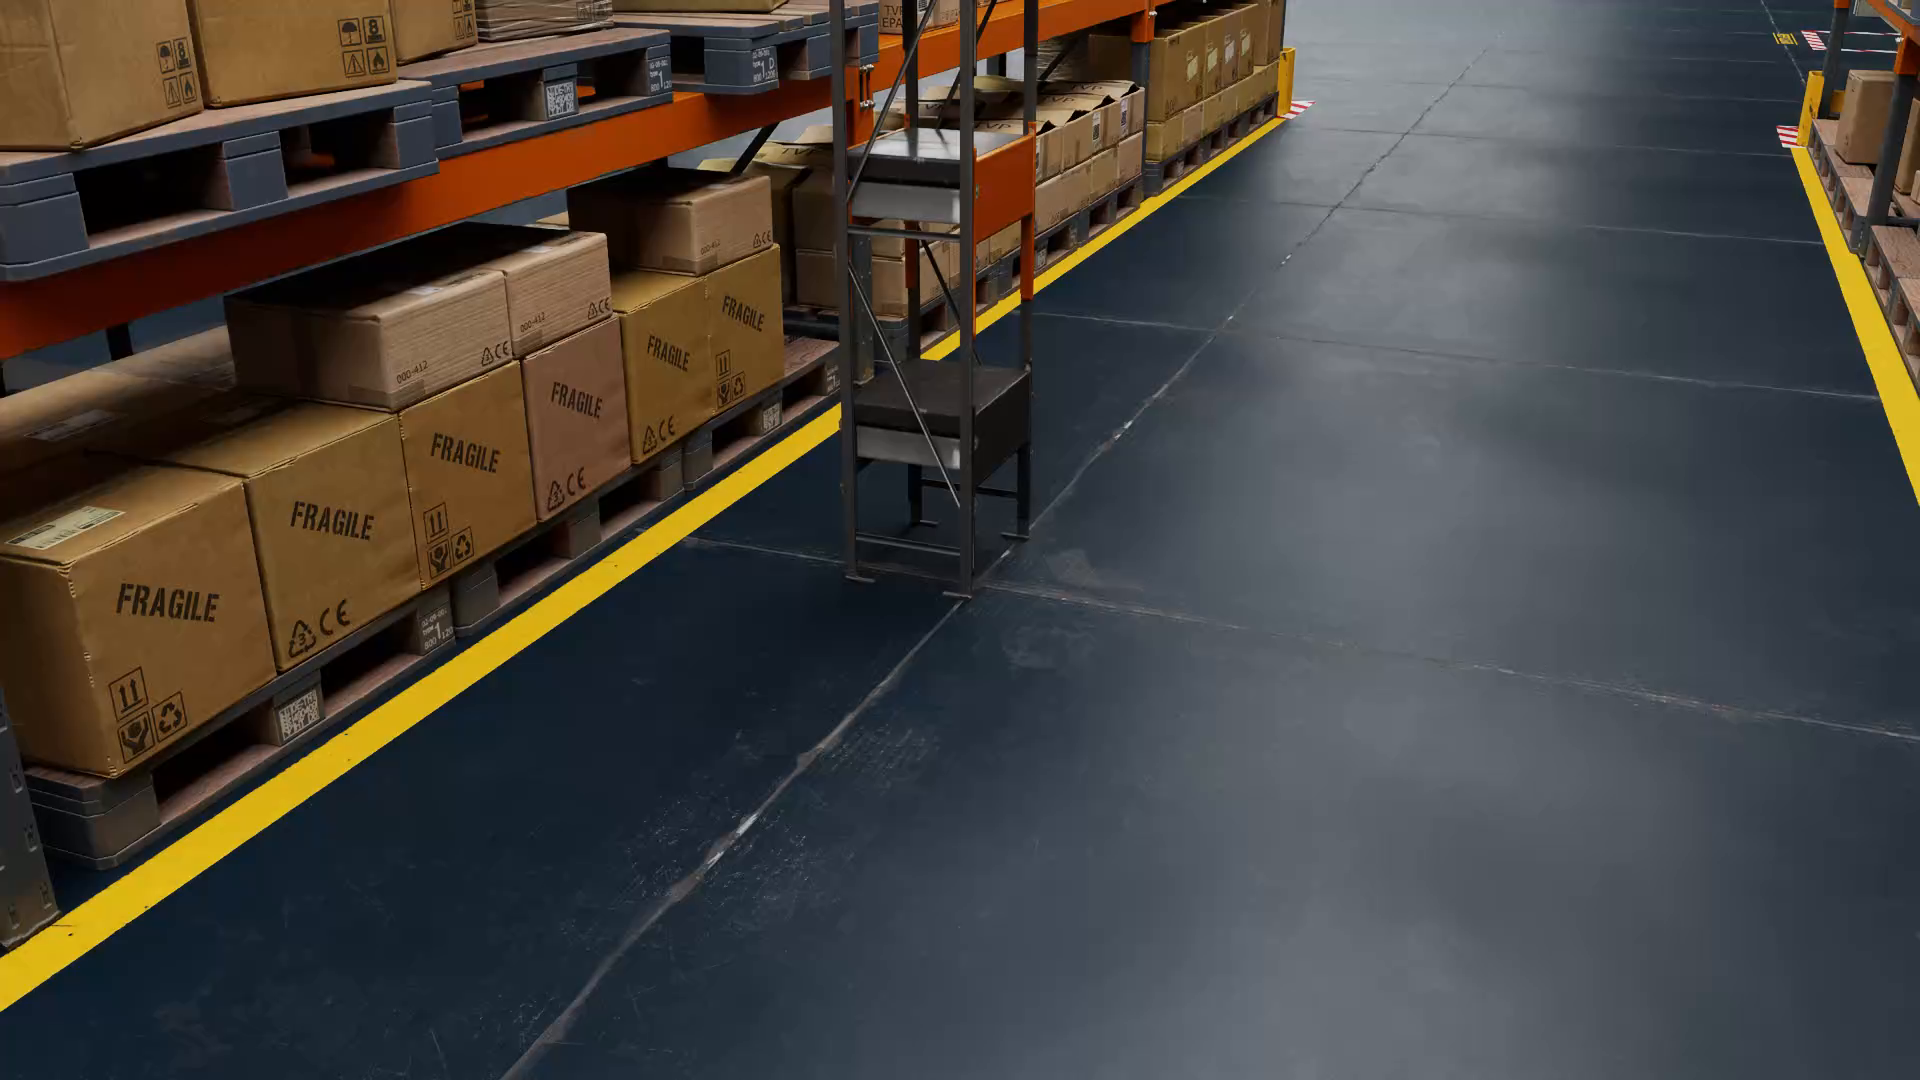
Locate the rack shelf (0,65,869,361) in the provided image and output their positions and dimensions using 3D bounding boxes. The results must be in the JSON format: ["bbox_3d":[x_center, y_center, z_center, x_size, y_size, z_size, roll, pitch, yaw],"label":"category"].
[{"bbox_3d":[-1.581,-1.045,4.793,1.077,0.370,4.000,9,24,20],"label":"rack shelf"}]

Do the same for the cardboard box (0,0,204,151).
[{"bbox_3d":[-1.940,-1.039,3.170,0.700,0.500,0.500,1,23,2],"label":"cardboard box"}]

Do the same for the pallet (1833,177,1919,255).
[{"bbox_3d":[5.465,-1.775,9.225,1.003,0.211,1.213,9,24,20],"label":"pallet"}]

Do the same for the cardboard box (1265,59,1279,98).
[{"bbox_3d":[2.209,-3.646,13.110,0.500,0.250,0.500,9,24,20],"label":"cardboard box"}]

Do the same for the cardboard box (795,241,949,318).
[{"bbox_3d":[-0.371,-1.163,7.165,0.500,0.250,0.500,9,24,20],"label":"cardboard box"}]

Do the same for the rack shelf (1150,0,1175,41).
[{"bbox_3d":[1.391,-3.908,11.647,1.077,0.370,4.000,9,24,20],"label":"rack shelf"}]

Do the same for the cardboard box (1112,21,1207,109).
[{"bbox_3d":[1.289,-3.096,10.820,0.500,0.500,0.500,9,24,20],"label":"cardboard box"}]

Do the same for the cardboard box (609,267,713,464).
[{"bbox_3d":[-1.160,-0.589,5.440,0.500,0.500,0.500,8,24,18],"label":"cardboard box"}]

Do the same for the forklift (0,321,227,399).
[{"bbox_3d":[-3.254,-1.454,4.928,1.130,2.935,3.031,9,24,20],"label":"forklift"}]

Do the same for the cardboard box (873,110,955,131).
[{"bbox_3d":[-0.307,-2.045,8.550,0.500,0.311,0.500,9,24,22],"label":"cardboard box"}]

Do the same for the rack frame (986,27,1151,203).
[{"bbox_3d":[0.648,-3.524,9.795,1.000,3.000,0.127,9,24,20],"label":"rack frame"}]

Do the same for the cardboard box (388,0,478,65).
[{"bbox_3d":[-1.725,-1.542,4.376,0.700,0.500,0.500,3,23,7],"label":"cardboard box"}]

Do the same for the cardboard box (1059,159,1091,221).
[{"bbox_3d":[0.384,-1.895,8.918,0.500,0.250,0.500,9,24,21],"label":"cardboard box"}]

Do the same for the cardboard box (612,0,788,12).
[{"bbox_3d":[-0.967,-2.091,5.690,0.700,0.500,0.500,1,23,2],"label":"cardboard box"}]

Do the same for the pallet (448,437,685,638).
[{"bbox_3d":[-1.605,-0.109,5.237,1.003,0.211,1.213,9,24,20],"label":"pallet"}]

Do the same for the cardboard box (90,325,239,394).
[{"bbox_3d":[-2.028,-0.283,4.709,0.500,0.500,0.500,9,24,21],"label":"cardboard box"}]

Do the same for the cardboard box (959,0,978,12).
[{"bbox_3d":[-0.230,-2.742,7.792,0.500,0.500,0.500,7,24,17],"label":"cardboard box"}]

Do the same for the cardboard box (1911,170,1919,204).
[{"bbox_3d":[5.419,-1.908,9.030,0.380,0.166,0.250,6,23,13],"label":"cardboard box"}]

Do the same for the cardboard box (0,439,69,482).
[{"bbox_3d":[-2.406,0.072,3.859,0.500,0.500,0.500,9,24,20],"label":"cardboard box"}]

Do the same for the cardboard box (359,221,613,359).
[{"bbox_3d":[-1.360,-0.732,4.811,0.500,0.250,0.500,8,24,19],"label":"cardboard box"}]

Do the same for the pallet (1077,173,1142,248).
[{"bbox_3d":[0.410,-1.968,9.688,1.003,0.211,1.213,9,24,20],"label":"pallet"}]

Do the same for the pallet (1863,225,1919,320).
[{"bbox_3d":[4.961,-1.251,7.970,1.003,0.211,1.213,9,24,20],"label":"pallet"}]

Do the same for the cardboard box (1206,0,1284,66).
[{"bbox_3d":[2.211,-3.992,12.965,0.500,0.500,0.500,9,24,20],"label":"cardboard box"}]

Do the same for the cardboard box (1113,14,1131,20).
[{"bbox_3d":[0.996,-3.349,11.426,0.500,0.500,0.500,9,24,20],"label":"cardboard box"}]

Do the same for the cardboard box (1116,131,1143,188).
[{"bbox_3d":[0.763,-2.259,9.789,0.500,0.250,0.500,9,24,20],"label":"cardboard box"}]

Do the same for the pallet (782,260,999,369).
[{"bbox_3d":[-0.496,-1.095,7.597,1.003,0.211,1.213,9,24,20],"label":"pallet"}]

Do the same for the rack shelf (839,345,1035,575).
[{"bbox_3d":[-0.061,-0.251,4.979,0.431,0.518,0.480,9,24,20],"label":"rack shelf"}]

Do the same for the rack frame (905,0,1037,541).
[{"bbox_3d":[0.029,-0.997,4.913,0.400,2.100,0.015,9,24,20],"label":"rack frame"}]

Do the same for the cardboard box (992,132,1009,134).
[{"bbox_3d":[0.008,-1.793,7.946,0.500,0.311,0.500,8,24,19],"label":"cardboard box"}]

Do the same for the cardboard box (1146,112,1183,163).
[{"bbox_3d":[1.102,-2.572,10.537,0.500,0.250,0.500,9,24,20],"label":"cardboard box"}]

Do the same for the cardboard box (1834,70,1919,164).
[{"bbox_3d":[5.863,-2.603,10.262,0.700,0.500,0.500,7,24,17],"label":"cardboard box"}]

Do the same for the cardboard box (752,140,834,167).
[{"bbox_3d":[-0.685,-1.686,7.690,0.500,0.311,0.500,8,24,19],"label":"cardboard box"}]

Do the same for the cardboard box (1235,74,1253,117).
[{"bbox_3d":[1.850,-3.286,12.249,0.500,0.250,0.500,9,24,20],"label":"cardboard box"}]

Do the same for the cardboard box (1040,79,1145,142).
[{"bbox_3d":[0.764,-2.522,9.691,0.500,0.311,0.500,9,24,20],"label":"cardboard box"}]

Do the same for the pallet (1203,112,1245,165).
[{"bbox_3d":[1.434,-2.954,12.048,1.003,0.211,1.213,9,24,20],"label":"pallet"}]

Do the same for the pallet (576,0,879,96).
[{"bbox_3d":[-1.024,-1.751,5.800,1.213,0.211,1.003,9,24,20],"label":"pallet"}]

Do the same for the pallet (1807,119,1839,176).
[{"bbox_3d":[6.372,-2.648,11.316,1.003,0.211,1.213,9,24,20],"label":"pallet"}]

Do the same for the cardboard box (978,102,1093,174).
[{"bbox_3d":[0.389,-2.157,8.816,0.500,0.311,0.500,9,24,20],"label":"cardboard box"}]

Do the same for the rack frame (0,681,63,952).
[{"bbox_3d":[-2.324,-0.661,2.941,1.000,3.000,0.127,9,24,20],"label":"rack frame"}]

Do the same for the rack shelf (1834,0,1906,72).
[{"bbox_3d":[5.991,-3.200,9.952,1.077,0.370,4.000,9,24,20],"label":"rack shelf"}]

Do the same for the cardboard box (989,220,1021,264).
[{"bbox_3d":[0.003,-1.530,8.044,0.500,0.250,0.500,8,24,19],"label":"cardboard box"}]

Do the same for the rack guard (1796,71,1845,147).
[{"bbox_3d":[6.706,-3.067,11.944,1.175,0.500,0.348,9,24,20],"label":"rack guard"}]

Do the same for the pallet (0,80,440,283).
[{"bbox_3d":[-1.926,-0.843,3.625,1.003,0.211,1.213,9,24,20],"label":"pallet"}]

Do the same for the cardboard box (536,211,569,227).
[{"bbox_3d":[-1.272,-1.020,6.473,0.500,0.500,0.500,10,25,22],"label":"cardboard box"}]

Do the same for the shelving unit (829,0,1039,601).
[{"bbox_3d":[-0.061,-0.910,4.703,0.431,2.100,0.503,9,24,20],"label":"shelving unit"}]

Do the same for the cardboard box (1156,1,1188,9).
[{"bbox_3d":[1.370,-3.706,12.281,0.500,0.500,0.500,9,24,20],"label":"cardboard box"}]

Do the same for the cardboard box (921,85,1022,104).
[{"bbox_3d":[0.072,-2.417,9.440,0.500,0.311,0.500,8,24,19],"label":"cardboard box"}]

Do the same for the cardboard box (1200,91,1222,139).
[{"bbox_3d":[1.483,-2.928,11.391,0.500,0.250,0.500,9,24,20],"label":"cardboard box"}]

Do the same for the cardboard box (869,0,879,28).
[{"bbox_3d":[-0.662,-2.175,6.682,0.500,0.311,0.500,10,25,23],"label":"cardboard box"}]

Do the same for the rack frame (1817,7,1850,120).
[{"bbox_3d":[6.734,-4.248,11.527,1.000,3.000,0.127,9,24,20],"label":"rack frame"}]

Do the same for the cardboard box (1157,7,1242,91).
[{"bbox_3d":[1.666,-3.453,11.675,0.500,0.500,0.500,9,24,20],"label":"cardboard box"}]

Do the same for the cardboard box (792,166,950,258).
[{"bbox_3d":[-0.371,-1.422,7.057,0.500,0.311,0.500,10,25,22],"label":"cardboard box"}]

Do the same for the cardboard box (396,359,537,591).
[{"bbox_3d":[-1.537,-0.219,4.555,0.500,0.500,0.500,9,24,21],"label":"cardboard box"}]

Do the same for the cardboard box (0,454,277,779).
[{"bbox_3d":[-1.918,0.151,3.669,0.500,0.500,0.500,8,24,18],"label":"cardboard box"}]
